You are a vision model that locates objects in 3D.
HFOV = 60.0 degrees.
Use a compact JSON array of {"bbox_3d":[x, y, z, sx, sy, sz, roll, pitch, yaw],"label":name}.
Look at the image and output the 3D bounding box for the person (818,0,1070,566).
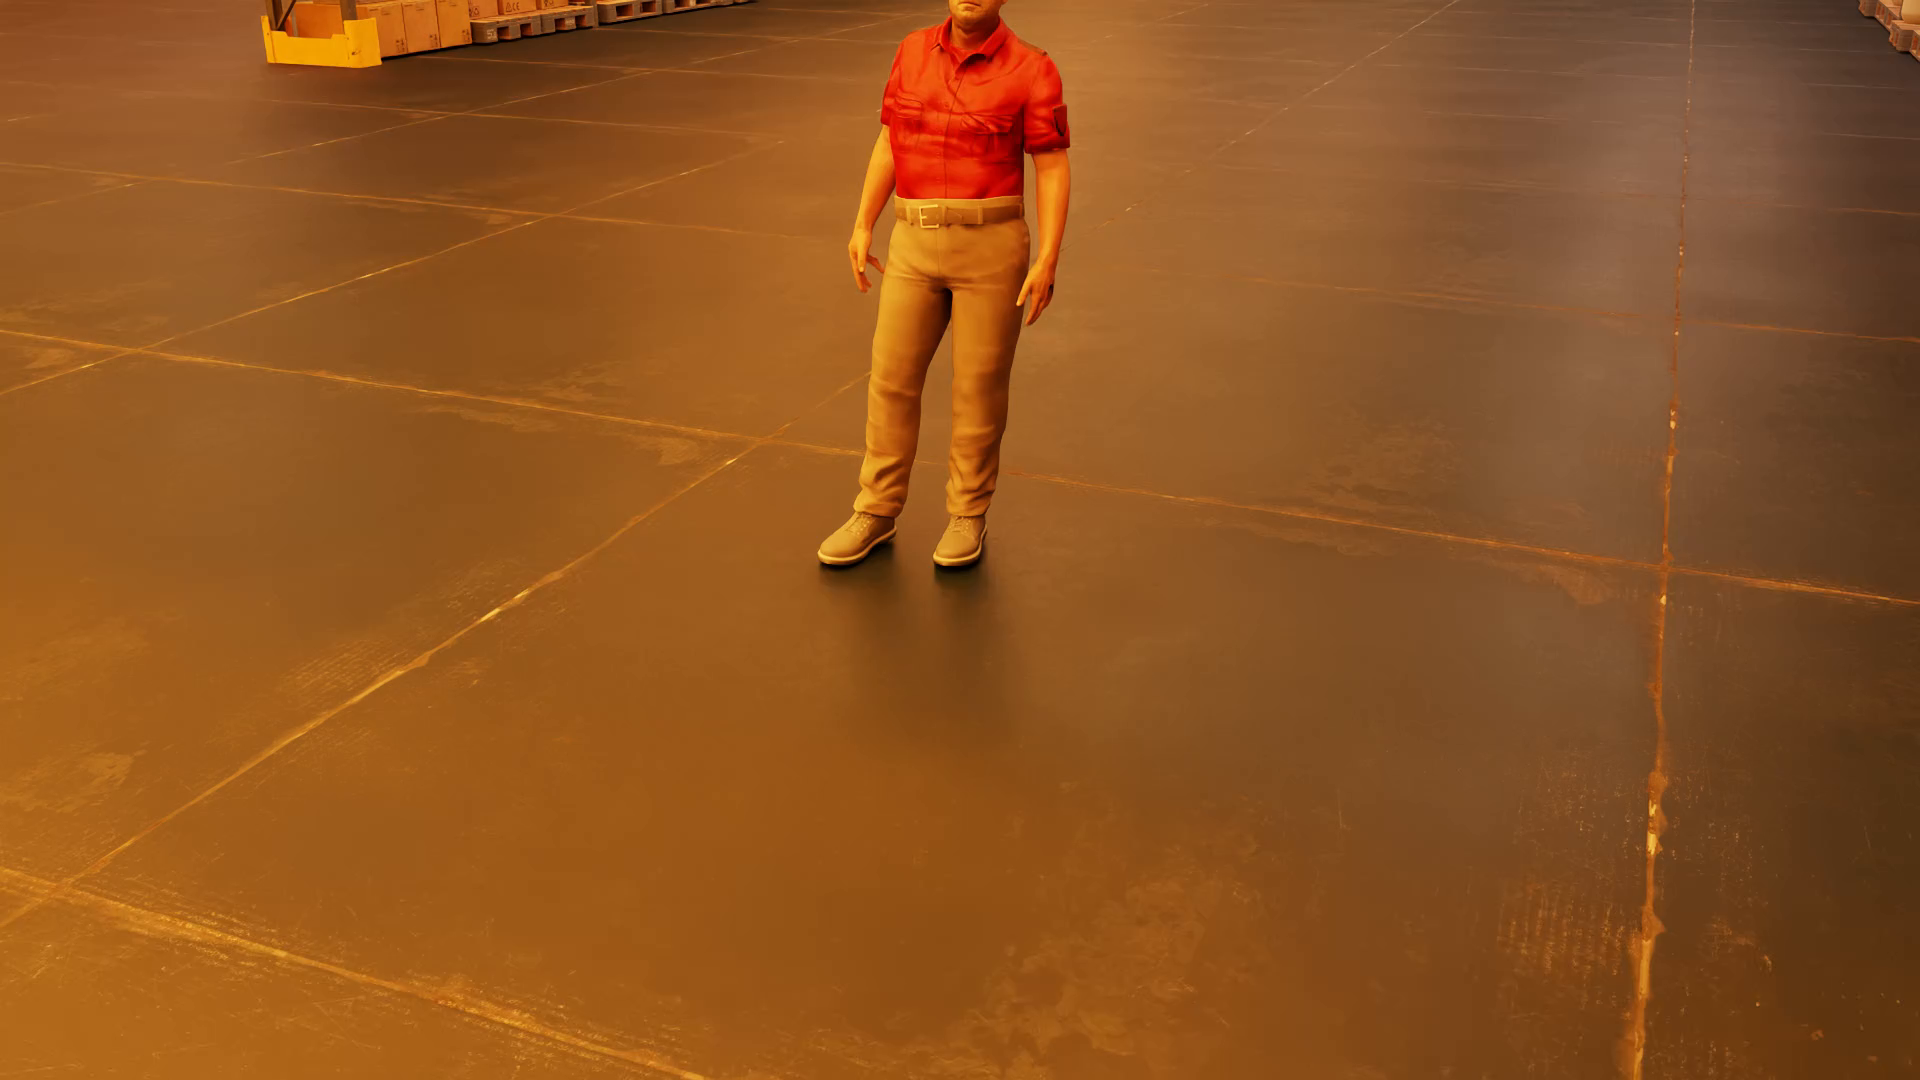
[{"bbox_3d":[-0.046,-0.774,4.685,0.640,1.727,0.551,9,24,21],"label":"person"}]
